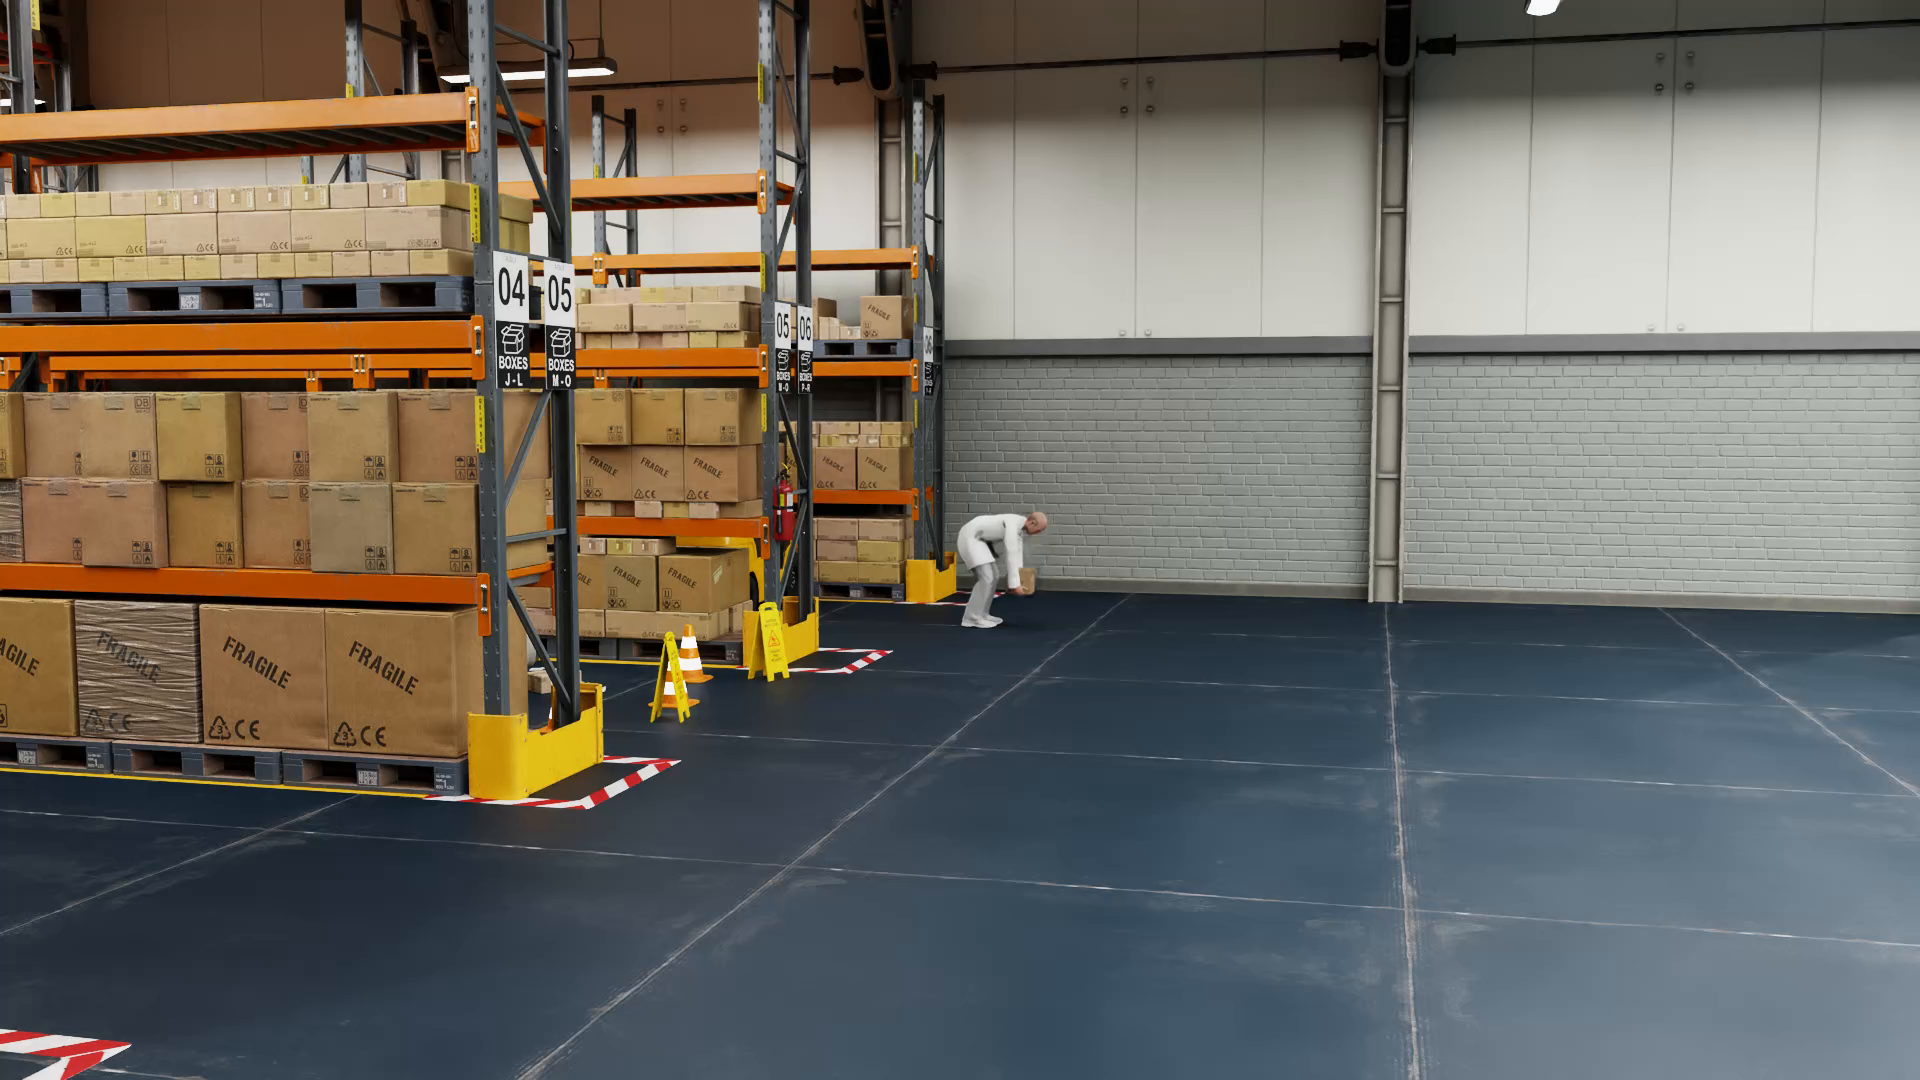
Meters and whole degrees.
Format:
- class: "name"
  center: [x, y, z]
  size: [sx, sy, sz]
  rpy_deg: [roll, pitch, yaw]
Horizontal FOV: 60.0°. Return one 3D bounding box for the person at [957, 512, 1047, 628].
- class: "person"
  center: [0.440, 0.304, 17.279]
  size: [0.939, 1.204, 0.562]
  rpy_deg: [1, 5, 12]
